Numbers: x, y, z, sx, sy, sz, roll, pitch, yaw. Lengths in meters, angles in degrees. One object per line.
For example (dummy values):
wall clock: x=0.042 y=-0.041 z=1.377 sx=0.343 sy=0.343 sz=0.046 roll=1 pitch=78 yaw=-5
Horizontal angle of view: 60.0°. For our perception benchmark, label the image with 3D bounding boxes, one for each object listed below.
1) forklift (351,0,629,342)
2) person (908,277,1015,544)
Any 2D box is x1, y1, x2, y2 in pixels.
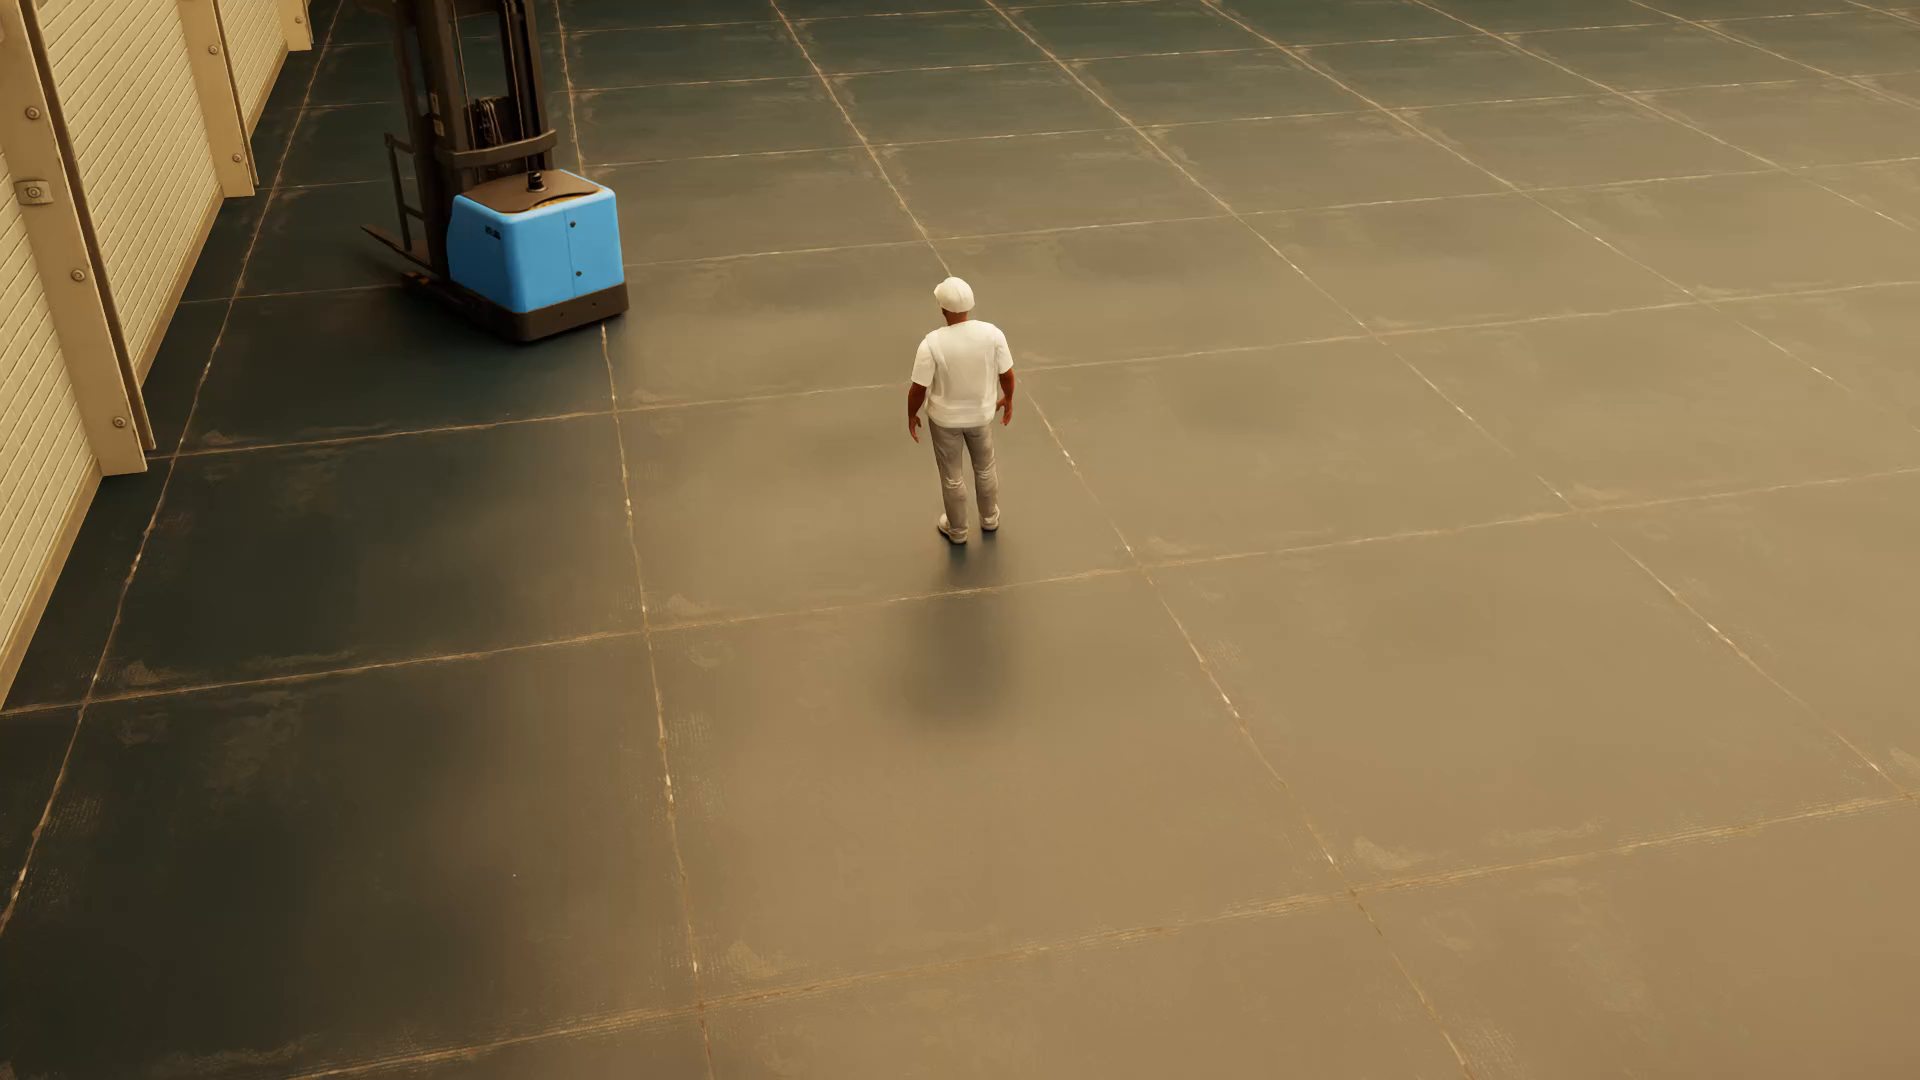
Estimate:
forklift: x=-4.097 y=-3.469 z=13.567 sx=1.130 sy=2.935 sz=3.031 roll=-26 pitch=39 yaw=-37
person: x=-0.010 y=-0.805 z=10.113 sx=0.665 sy=1.765 sz=0.577 roll=-7 pitch=31 yaw=-12
